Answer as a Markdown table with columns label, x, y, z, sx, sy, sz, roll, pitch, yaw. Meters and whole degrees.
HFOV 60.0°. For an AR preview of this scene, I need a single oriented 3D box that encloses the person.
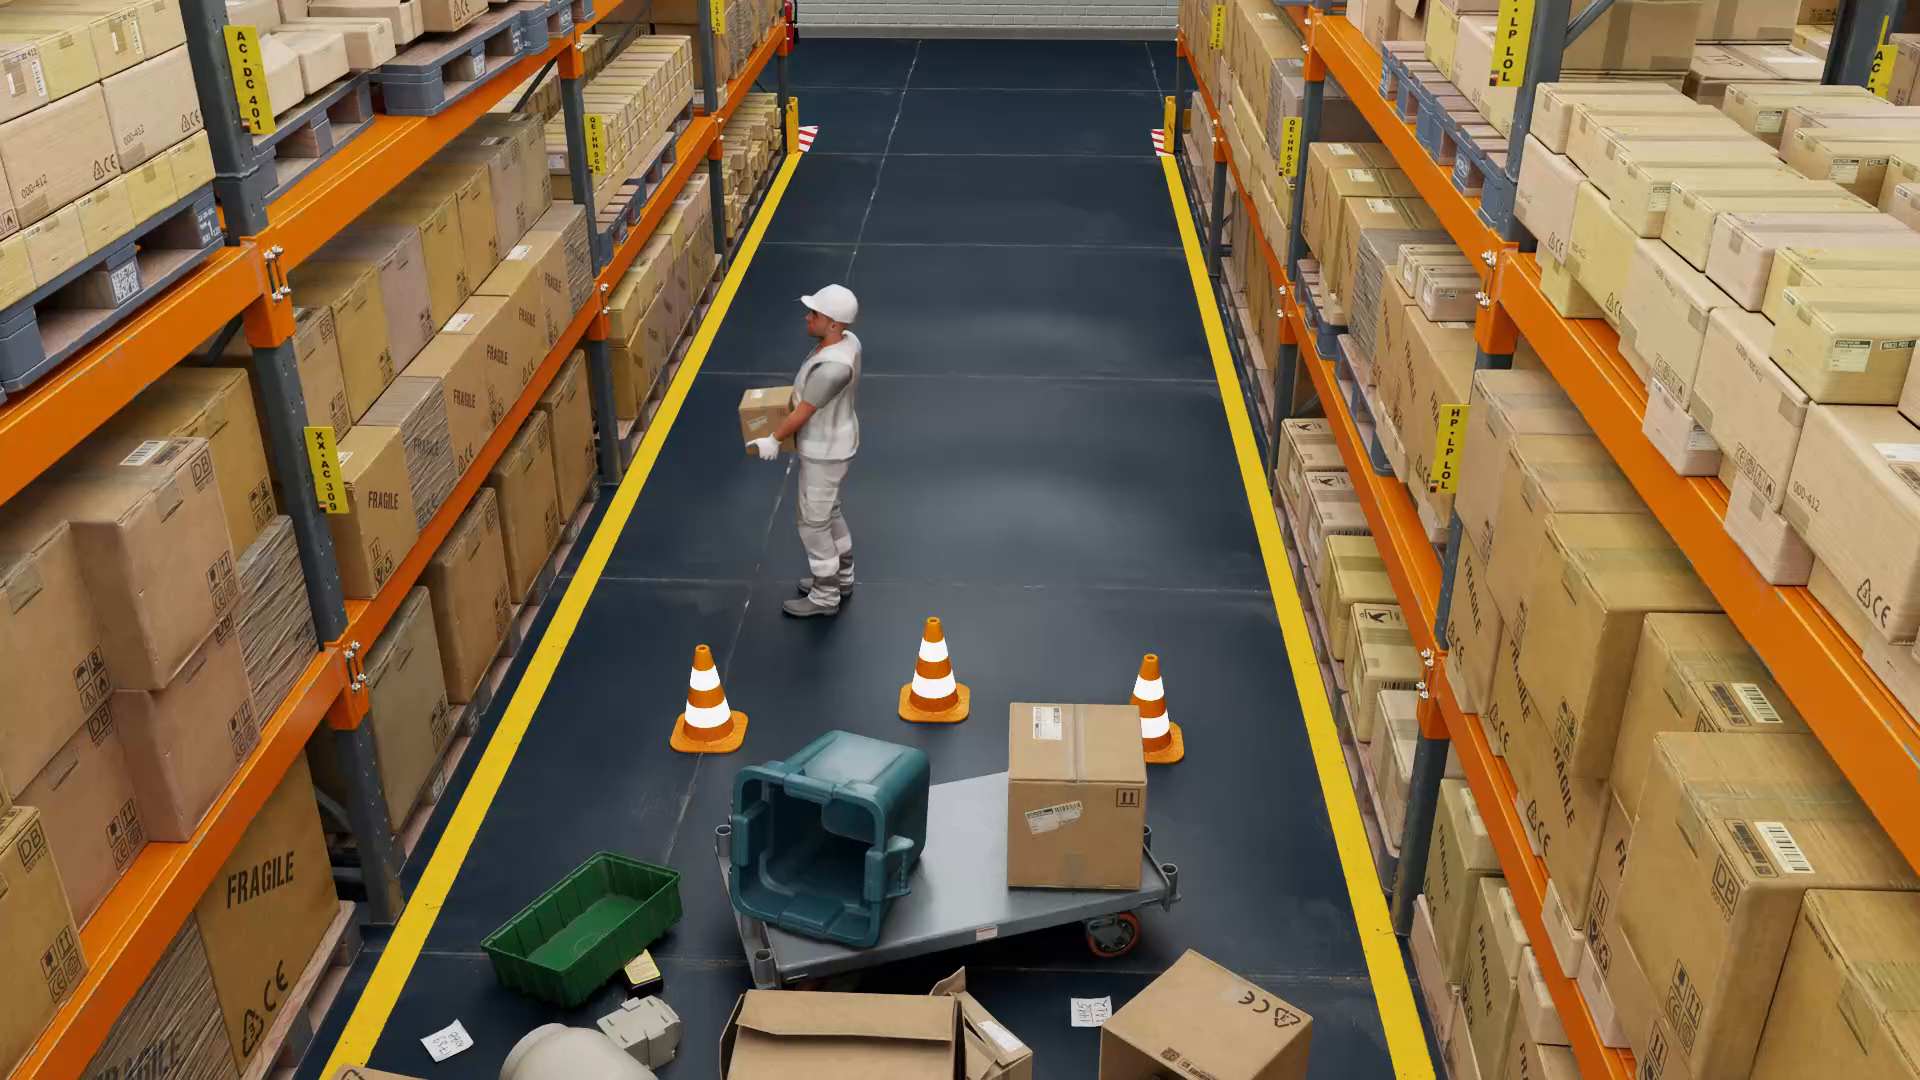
| label | x | y | z | sx | sy | sz | roll | pitch | yaw |
| --- | --- | --- | --- | --- | --- | --- | --- | --- | --- |
| person | -0.781 | -0.446 | 8.450 | 0.573 | 1.782 | 0.494 | 1 | 28 | 2 |
